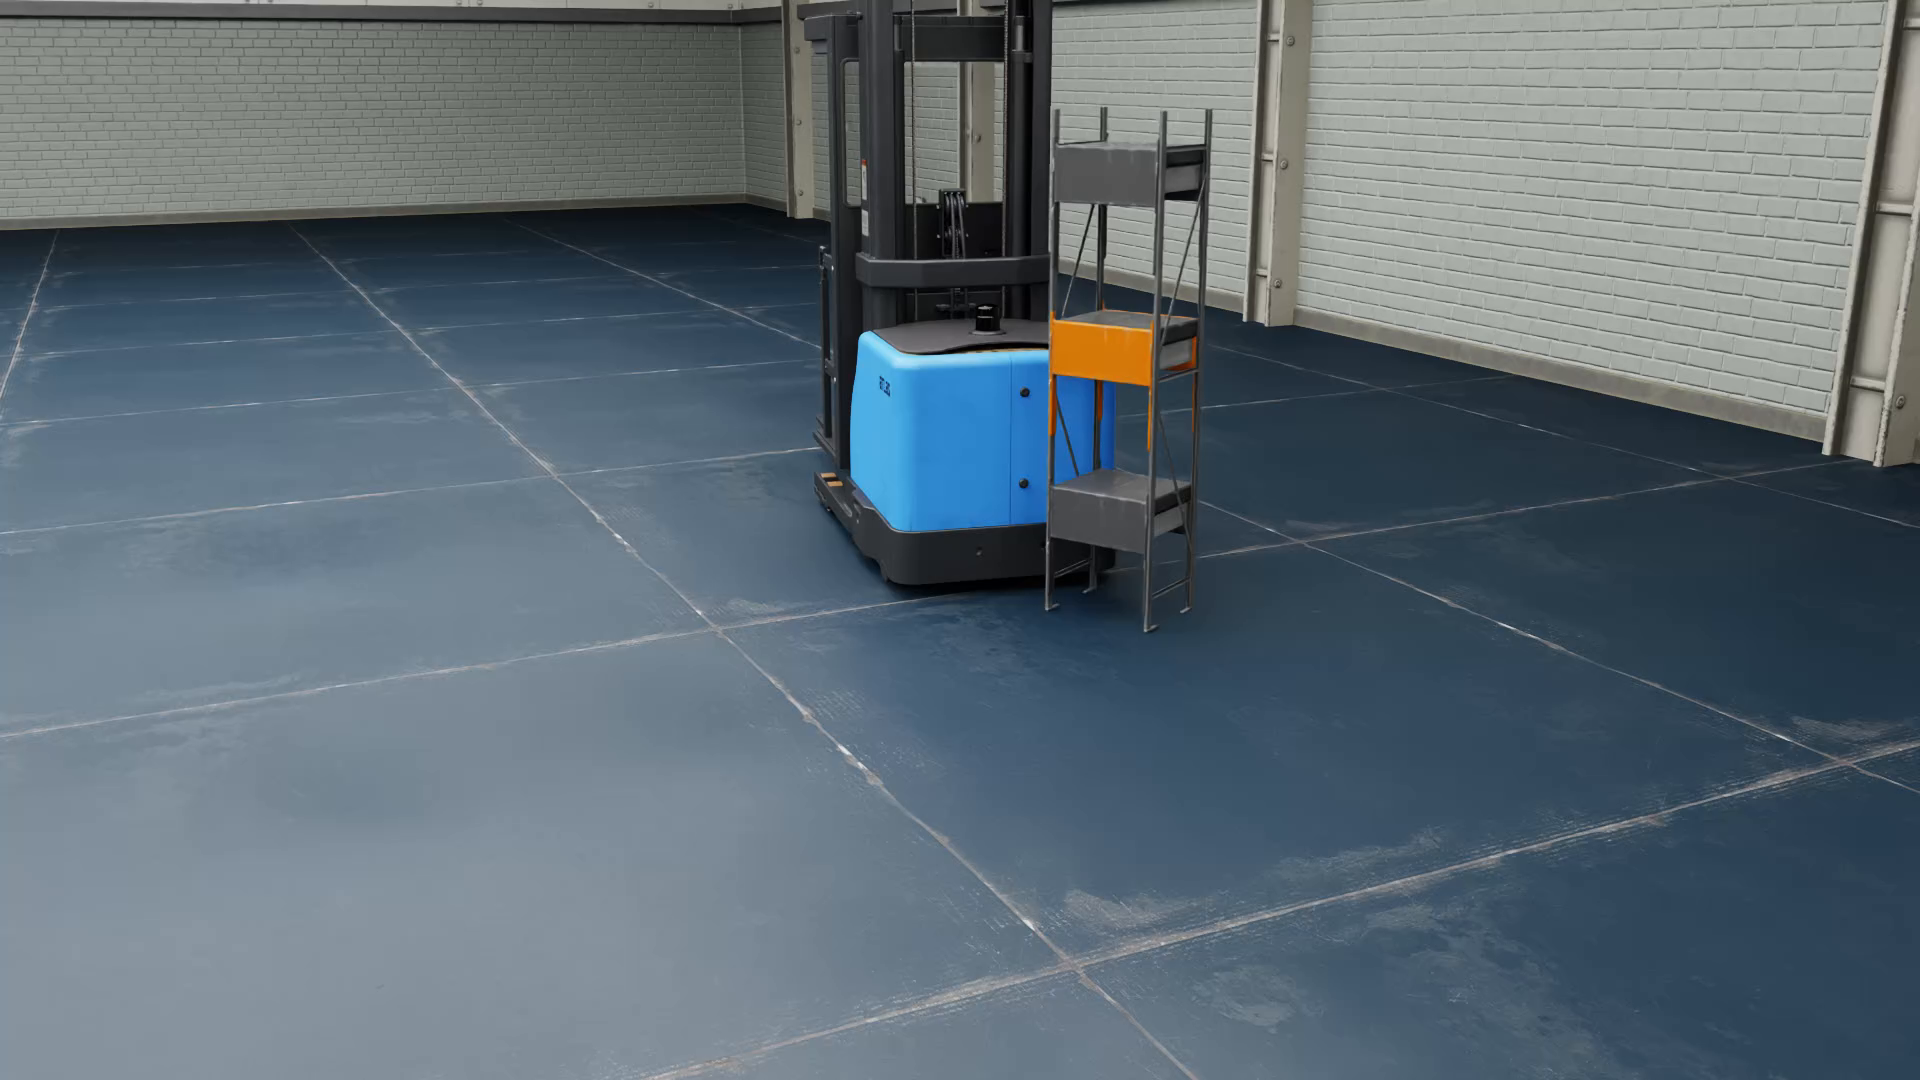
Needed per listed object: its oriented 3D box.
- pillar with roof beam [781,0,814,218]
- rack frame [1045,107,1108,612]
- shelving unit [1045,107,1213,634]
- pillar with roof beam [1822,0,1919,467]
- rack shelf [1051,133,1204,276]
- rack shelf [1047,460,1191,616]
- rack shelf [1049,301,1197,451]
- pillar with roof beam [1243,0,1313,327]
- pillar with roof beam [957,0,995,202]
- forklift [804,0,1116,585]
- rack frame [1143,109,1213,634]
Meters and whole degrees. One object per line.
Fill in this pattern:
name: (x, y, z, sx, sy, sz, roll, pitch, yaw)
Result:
pillar with roof beam: (-6.311, -8.762, 22.471, 9.100, 9.000, 0.400, -8, 18, -25)
rack frame: (0.490, -0.745, 7.040, 0.015, 2.100, 0.400, 11, 20, 35)
shelving unit: (0.687, -0.706, 6.902, 0.503, 2.100, 0.431, 11, 20, 35)
pillar with roof beam: (1.574, -4.299, 6.918, 9.100, 9.000, 0.400, -8, 18, -25)
rack shelf: (0.687, -1.365, 6.712, 0.480, 0.518, 0.431, 11, 20, 35)
rack shelf: (0.688, -0.020, 7.099, 0.480, 0.518, 0.431, 11, 20, 35)
rack shelf: (0.687, -0.693, 6.905, 0.480, 0.518, 0.431, 11, 20, 35)
pillar with roof beam: (-1.054, -5.787, 12.102, 9.100, 9.000, 0.400, -8, 18, -25)
pillar with roof beam: (-3.683, -7.275, 17.287, 9.100, 9.000, 0.400, -8, 18, -25)
forklift: (-0.158, -1.576, 8.428, 1.130, 2.935, 3.031, -4, 17, -14)
rack frame: (0.884, -0.666, 6.763, 0.015, 2.100, 0.400, 11, 20, 35)
